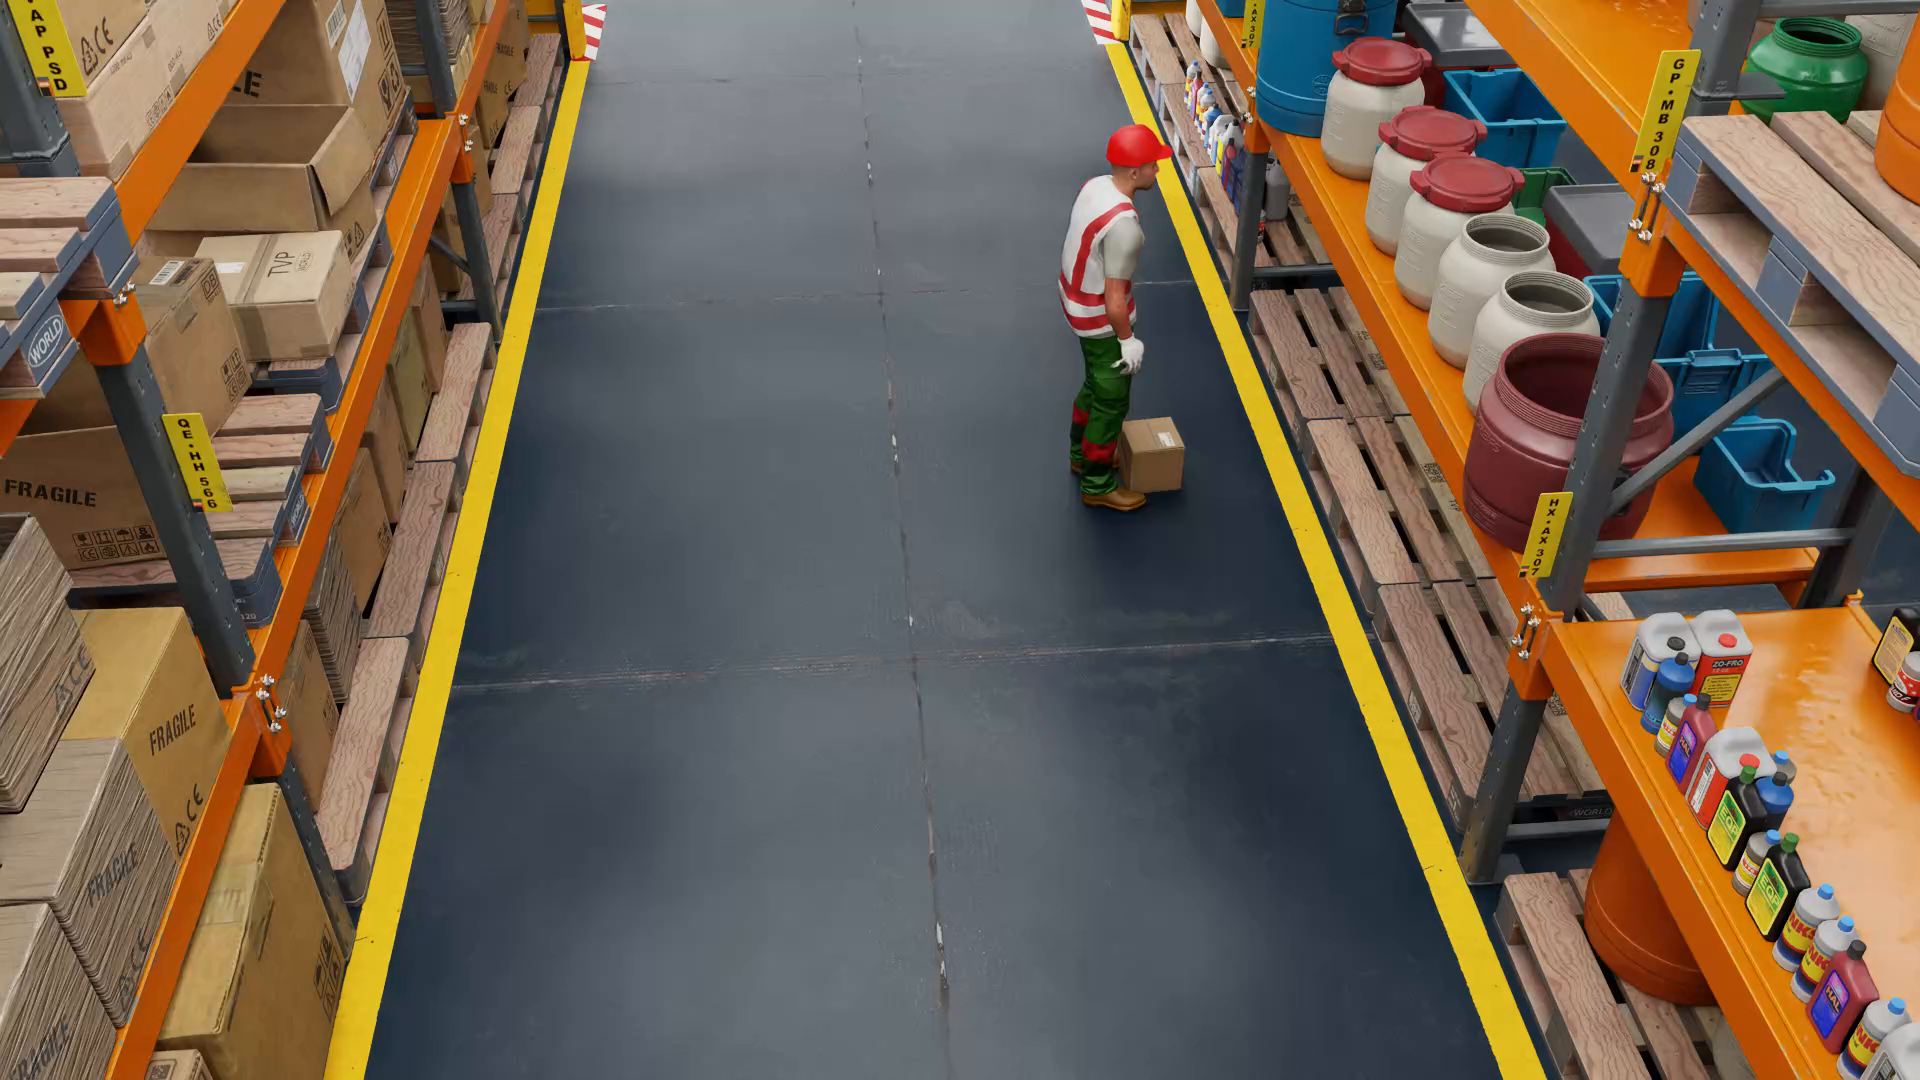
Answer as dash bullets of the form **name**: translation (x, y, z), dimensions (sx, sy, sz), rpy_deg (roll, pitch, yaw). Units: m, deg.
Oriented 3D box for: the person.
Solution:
- **person**: translation (0.671, -0.989, 7.374), dimensions (0.448, 1.778, 0.623), rpy_deg (-5, 39, -6)
